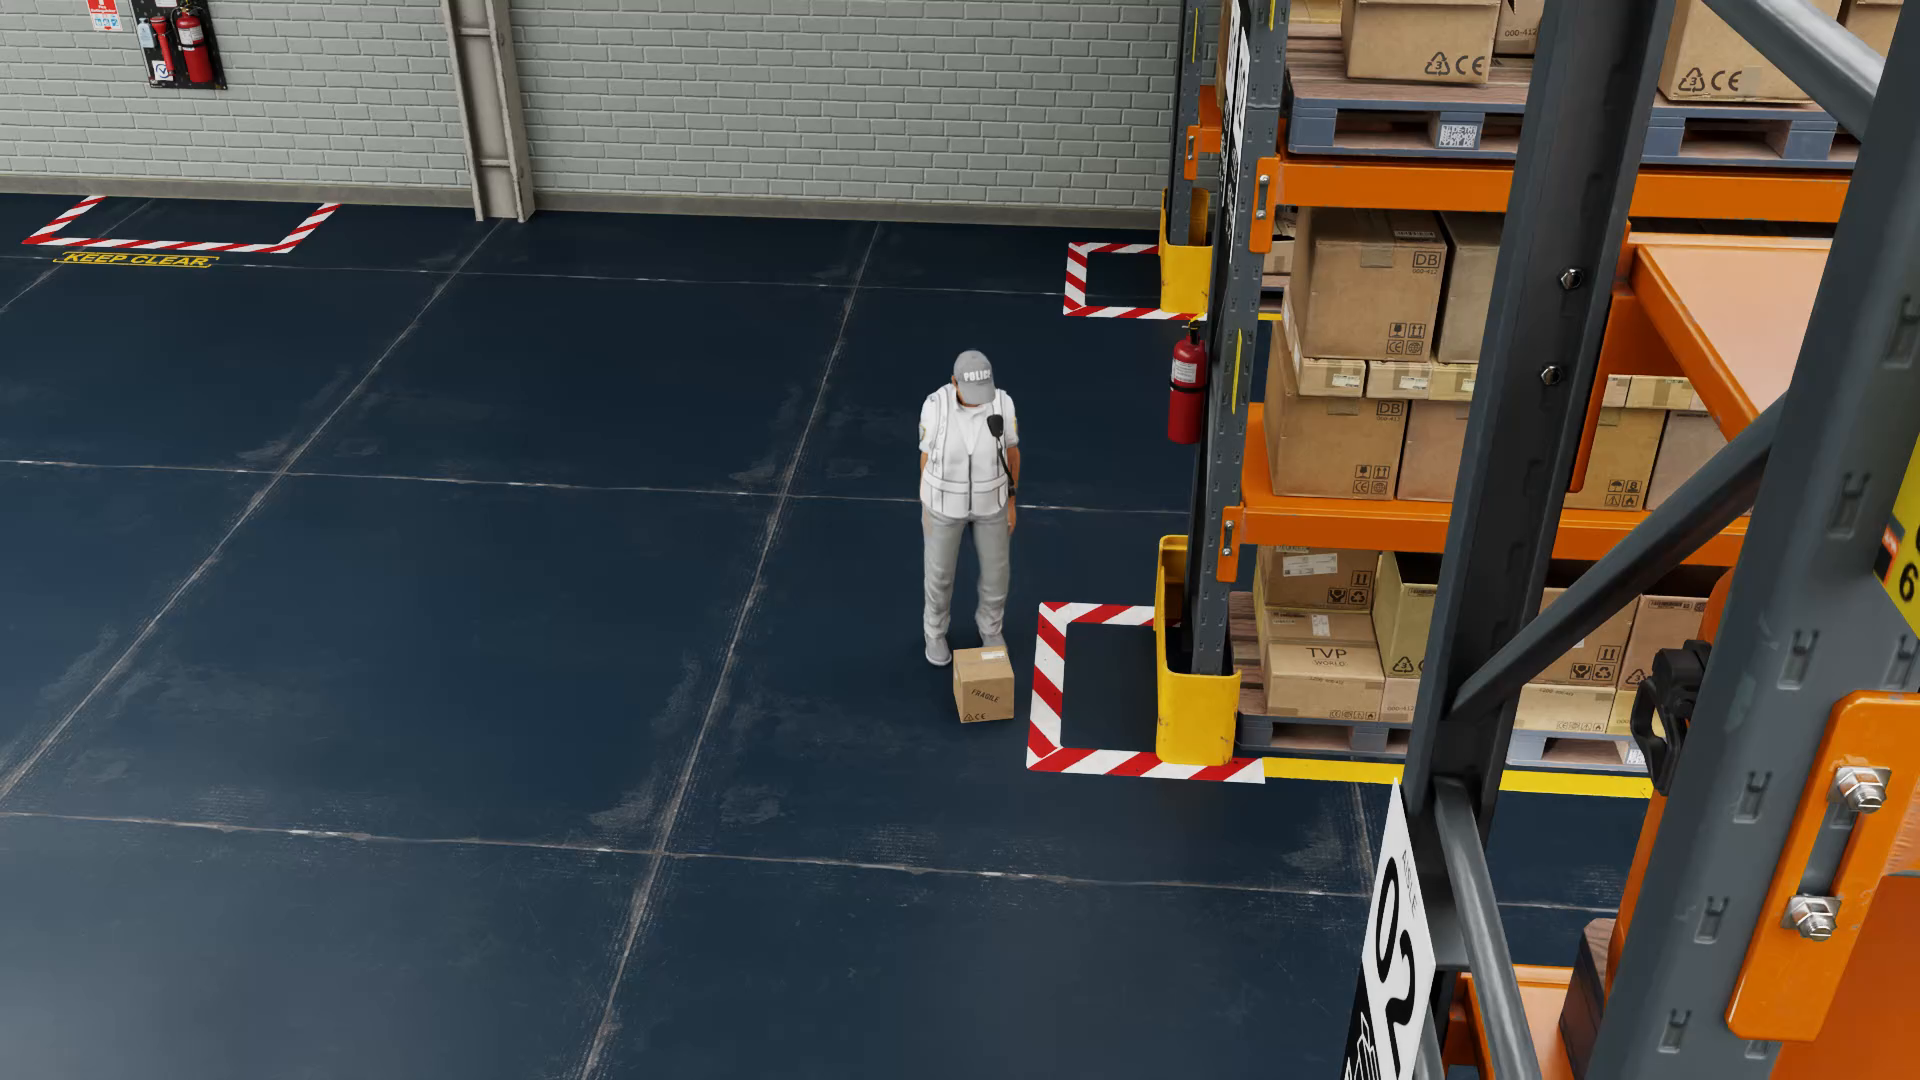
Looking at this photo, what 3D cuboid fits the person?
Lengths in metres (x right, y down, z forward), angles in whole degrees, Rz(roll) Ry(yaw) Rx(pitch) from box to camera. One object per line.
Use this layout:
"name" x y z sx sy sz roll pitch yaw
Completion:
"person" 0.050 -0.161 7.912 0.476 1.650 0.401 -4 32 -7
